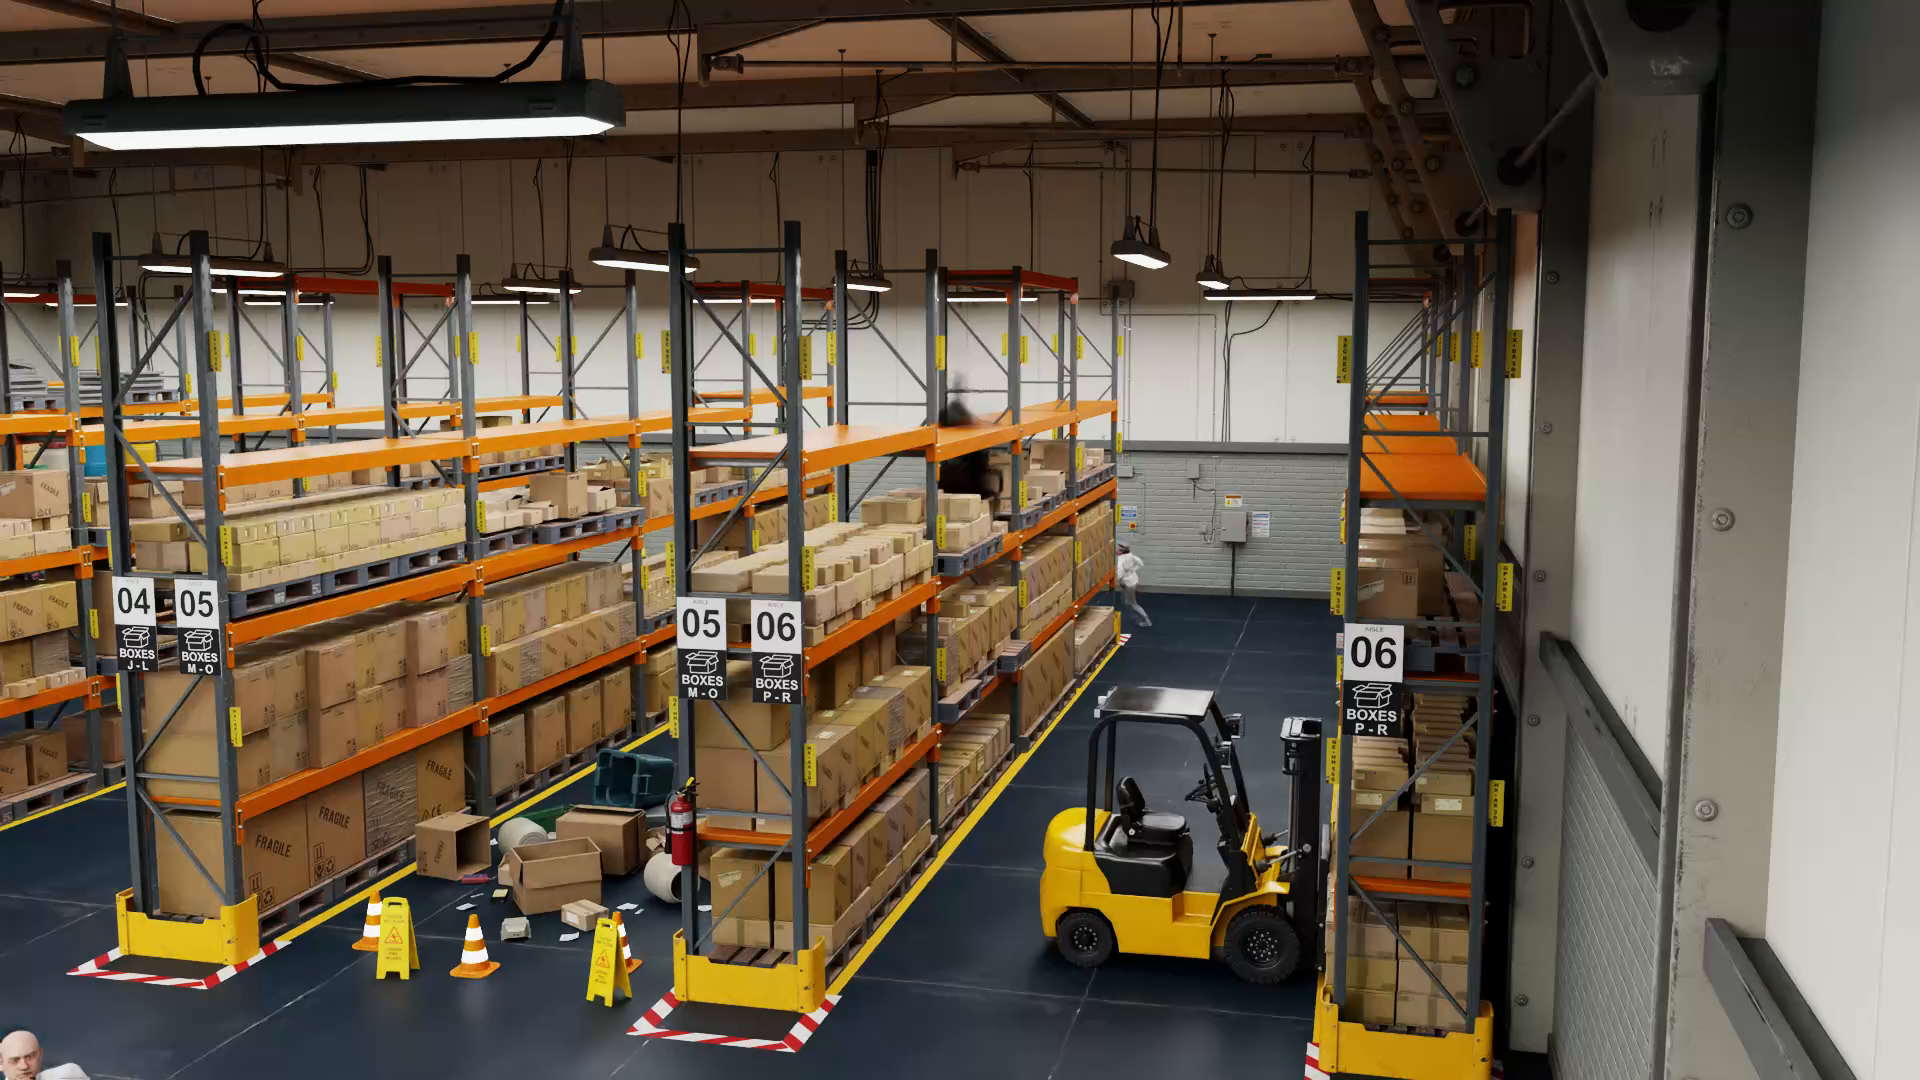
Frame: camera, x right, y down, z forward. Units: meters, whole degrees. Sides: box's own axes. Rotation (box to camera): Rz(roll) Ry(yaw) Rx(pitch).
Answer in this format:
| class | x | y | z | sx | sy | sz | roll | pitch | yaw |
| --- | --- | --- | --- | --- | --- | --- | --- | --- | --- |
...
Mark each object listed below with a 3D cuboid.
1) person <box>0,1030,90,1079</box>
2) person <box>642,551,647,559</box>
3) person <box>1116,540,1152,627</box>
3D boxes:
| class | x | y | z | sx | sy | sz | roll | pitch | yaw |
| --- | --- | --- | --- | --- | --- | --- | --- | --- | --- |
| person | -4.547 | 3.277 | 8.140 | 0.701 | 1.808 | 0.986 | -5 | 9 | -35 |
| person | -5.147 | 1.033 | 26.797 | 0.713 | 1.744 | 0.920 | 2 | 7 | 14 |
| person | 3.031 | 0.788 | 29.440 | 0.602 | 1.601 | 0.723 | 5 | 9 | 36 |
